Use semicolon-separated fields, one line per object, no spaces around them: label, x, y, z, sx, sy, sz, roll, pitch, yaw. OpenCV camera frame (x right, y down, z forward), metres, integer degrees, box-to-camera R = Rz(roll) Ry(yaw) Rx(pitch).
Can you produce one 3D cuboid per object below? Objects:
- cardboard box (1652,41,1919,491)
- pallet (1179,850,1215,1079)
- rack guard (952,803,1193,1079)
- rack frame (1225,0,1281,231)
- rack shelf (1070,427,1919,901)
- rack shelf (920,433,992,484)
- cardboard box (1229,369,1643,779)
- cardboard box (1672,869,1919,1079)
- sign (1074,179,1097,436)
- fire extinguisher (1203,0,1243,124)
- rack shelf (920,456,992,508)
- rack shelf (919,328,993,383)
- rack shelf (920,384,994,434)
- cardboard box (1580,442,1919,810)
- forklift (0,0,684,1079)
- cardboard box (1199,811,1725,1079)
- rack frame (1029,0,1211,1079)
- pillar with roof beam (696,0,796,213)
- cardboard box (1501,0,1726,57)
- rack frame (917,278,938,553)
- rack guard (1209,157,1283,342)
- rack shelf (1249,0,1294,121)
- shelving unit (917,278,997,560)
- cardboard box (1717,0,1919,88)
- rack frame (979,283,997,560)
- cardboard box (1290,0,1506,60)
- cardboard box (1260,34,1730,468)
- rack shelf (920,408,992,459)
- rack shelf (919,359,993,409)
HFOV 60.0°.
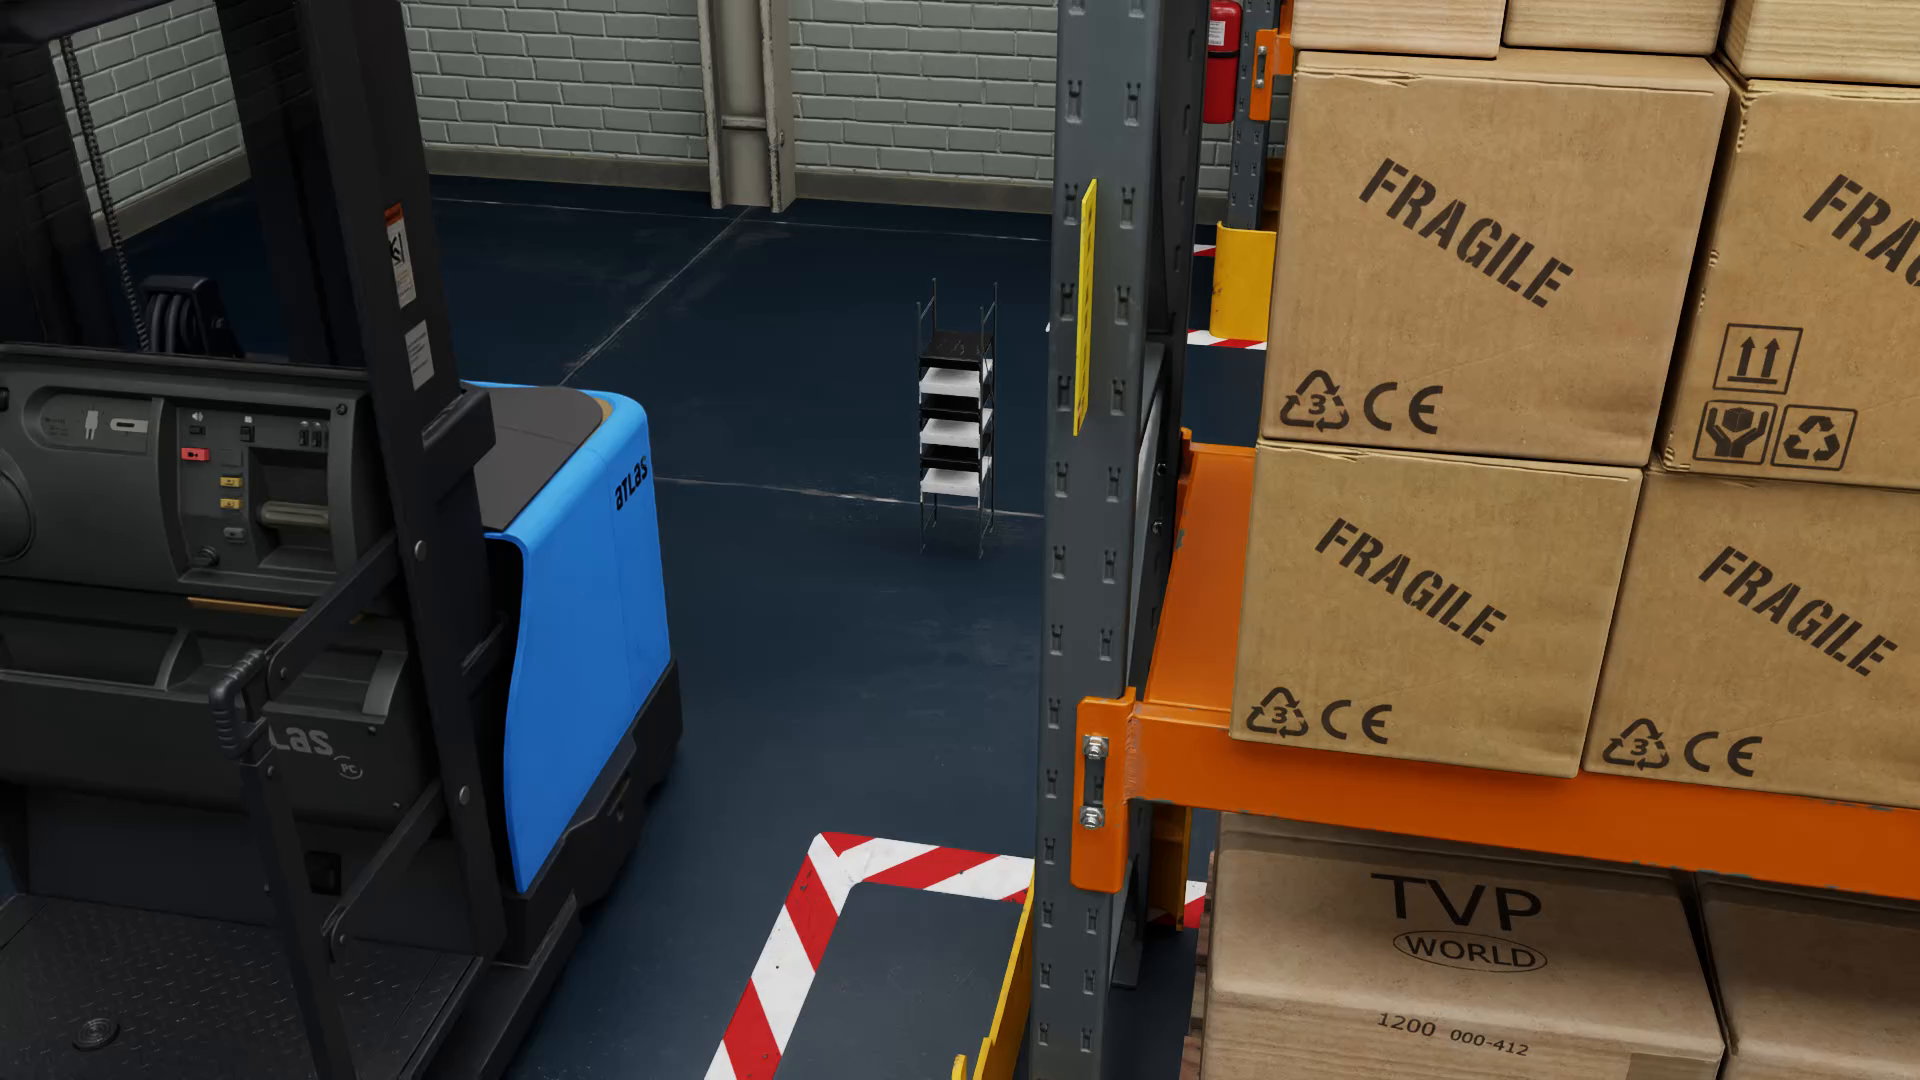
cardboard box;1.204;-0.401;2.214;0.500;0.500;0.500;5;29;9
pallet;1.085;1.117;3.490;1.213;0.211;1.003;6;29;11
rack guard;0.263;0.945;3.504;0.348;0.500;1.175;6;29;11
rack frame;1.320;-2.481;7.158;0.127;3.000;1.000;6;29;11
rack shelf;2.243;0.367;2.706;4.000;0.370;1.077;6;29;11
rack shelf;-0.008;-0.287;5.595;0.200;0.077;0.258;6;29;11
cardboard box;0.696;-0.010;2.541;0.500;0.500;0.500;6;29;10
cardboard box;1.850;0.897;3.218;0.875;0.438;0.875;7;29;12
sign;0.165;-0.304;2.198;0.005;0.325;0.100;6;29;11
fire extinguisher;1.079;-2.081;6.897;0.183;0.674;0.296;6;29;11
rack shelf;-0.008;-0.208;5.638;0.200;0.077;0.258;6;29;11
rack shelf;-0.008;-0.603;5.422;0.200;0.077;0.258;6;29;11
rack shelf;-0.008;-0.445;5.508;0.200;0.077;0.258;6;29;11
cardboard box;1.197;0.027;2.472;0.500;0.500;0.500;5;29;10
forklift;-1.550;-0.062;2.812;1.130;2.935;3.031;5;29;9
cardboard box;0.953;0.809;3.379;0.875;0.438;0.875;5;29;9
rack frame;0.287;-0.149;2.899;0.127;3.000;1.000;6;29;11
pillar with roof beam;-2.028;-3.784;3.292;0.400;9.000;9.100;6;29;11
cardboard box;0.847;-0.758;2.190;0.250;0.149;0.380;7;29;12
rack frame;-0.107;-0.406;5.554;0.006;0.900;0.240;6;29;11
rack guard;1.394;-1.377;7.744;0.348;0.500;1.175;6;29;11
rack shelf;3.276;-1.965;6.964;4.000;0.370;1.077;6;29;11
shelving unit;-0.008;-0.396;5.535;0.210;0.900;0.258;6;29;11
cardboard box;1.078;-0.678;2.044;0.250;0.149;0.380;7;29;12
rack frame;0.091;-0.385;5.517;0.006;0.900;0.240;6;29;11
cardboard box;0.576;-0.751;2.177;0.250;0.149;0.380;6;29;12
cardboard box;0.697;-0.450;2.303;0.500;0.500;0.500;5;29;9
rack shelf;-0.008;-0.366;5.551;0.200;0.077;0.258;6;29;11
rack shelf;-0.008;-0.524;5.465;0.200;0.077;0.258;6;29;11
